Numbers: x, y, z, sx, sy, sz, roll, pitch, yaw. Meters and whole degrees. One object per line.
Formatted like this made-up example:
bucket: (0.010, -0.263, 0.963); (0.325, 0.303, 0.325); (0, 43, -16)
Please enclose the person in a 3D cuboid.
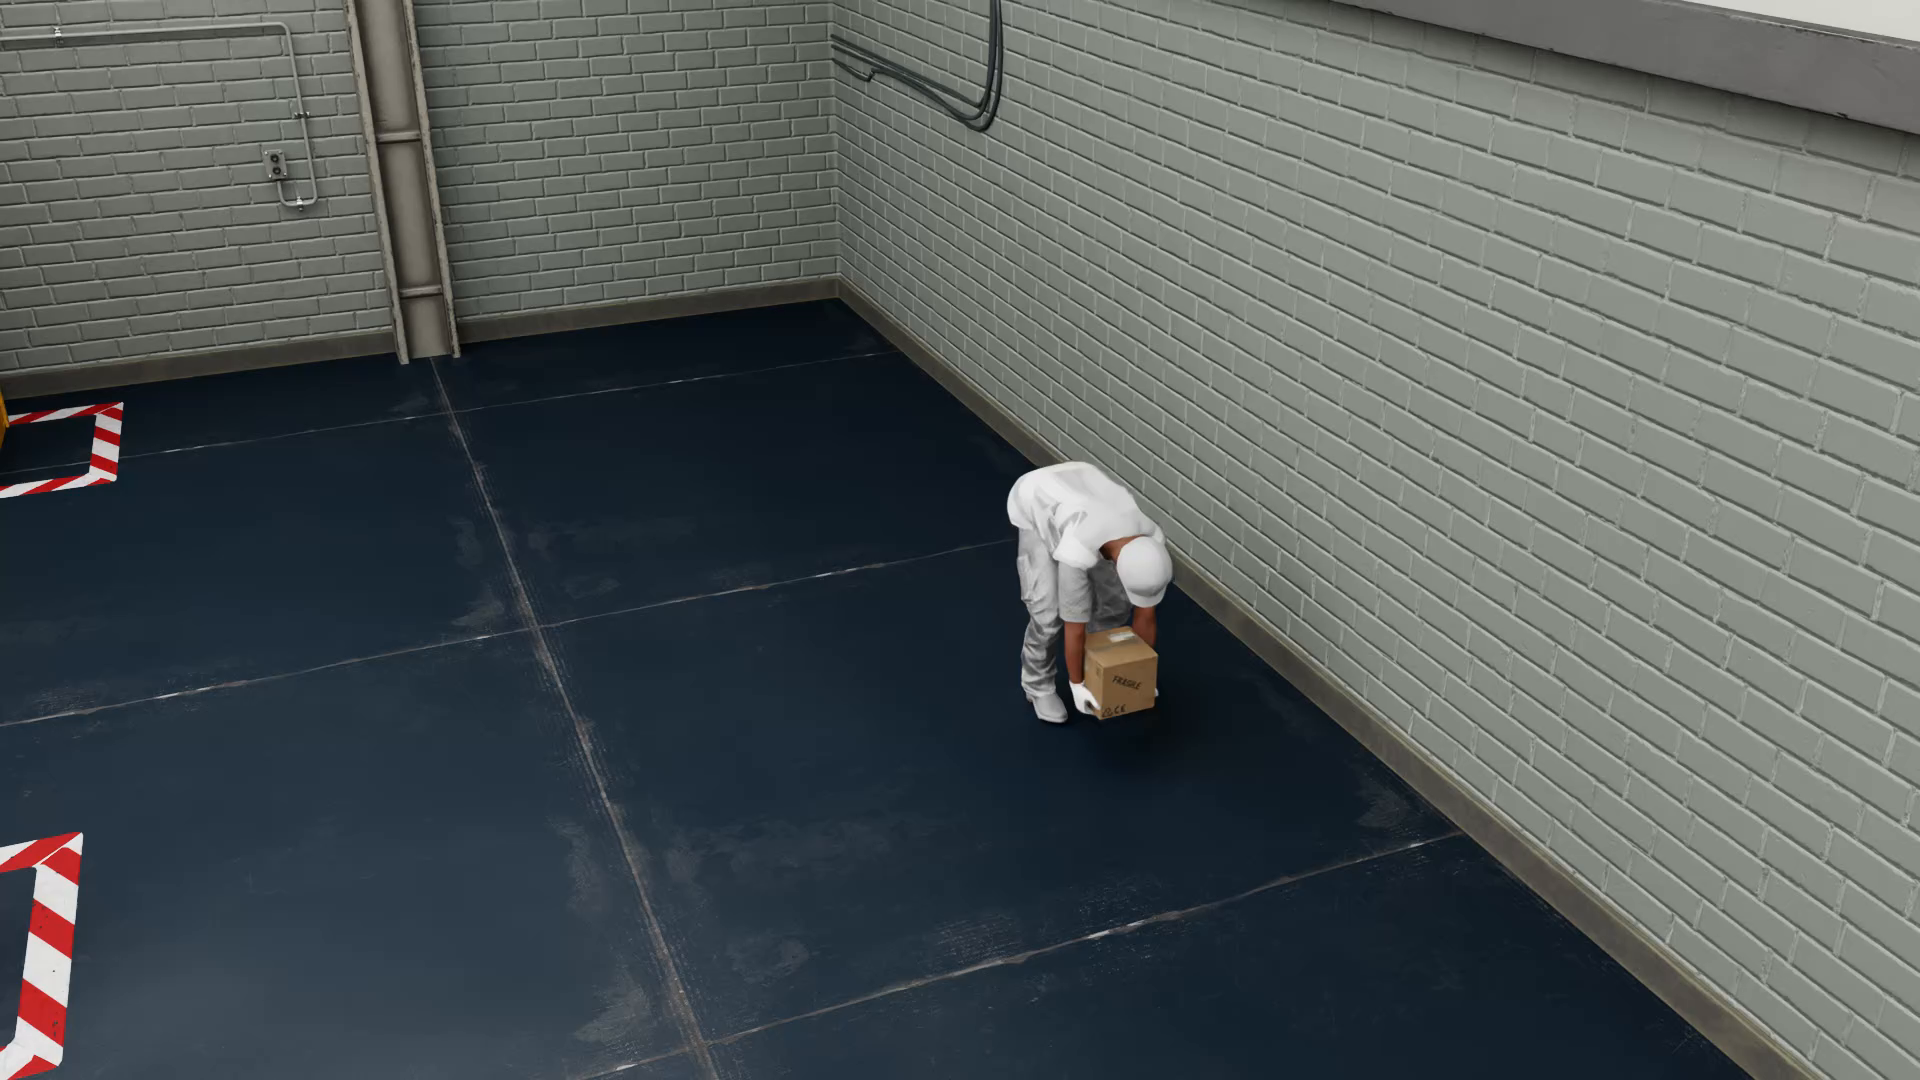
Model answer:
person: (0.552, 0.279, 6.809); (0.497, 1.085, 0.992); (-12, 28, -23)
